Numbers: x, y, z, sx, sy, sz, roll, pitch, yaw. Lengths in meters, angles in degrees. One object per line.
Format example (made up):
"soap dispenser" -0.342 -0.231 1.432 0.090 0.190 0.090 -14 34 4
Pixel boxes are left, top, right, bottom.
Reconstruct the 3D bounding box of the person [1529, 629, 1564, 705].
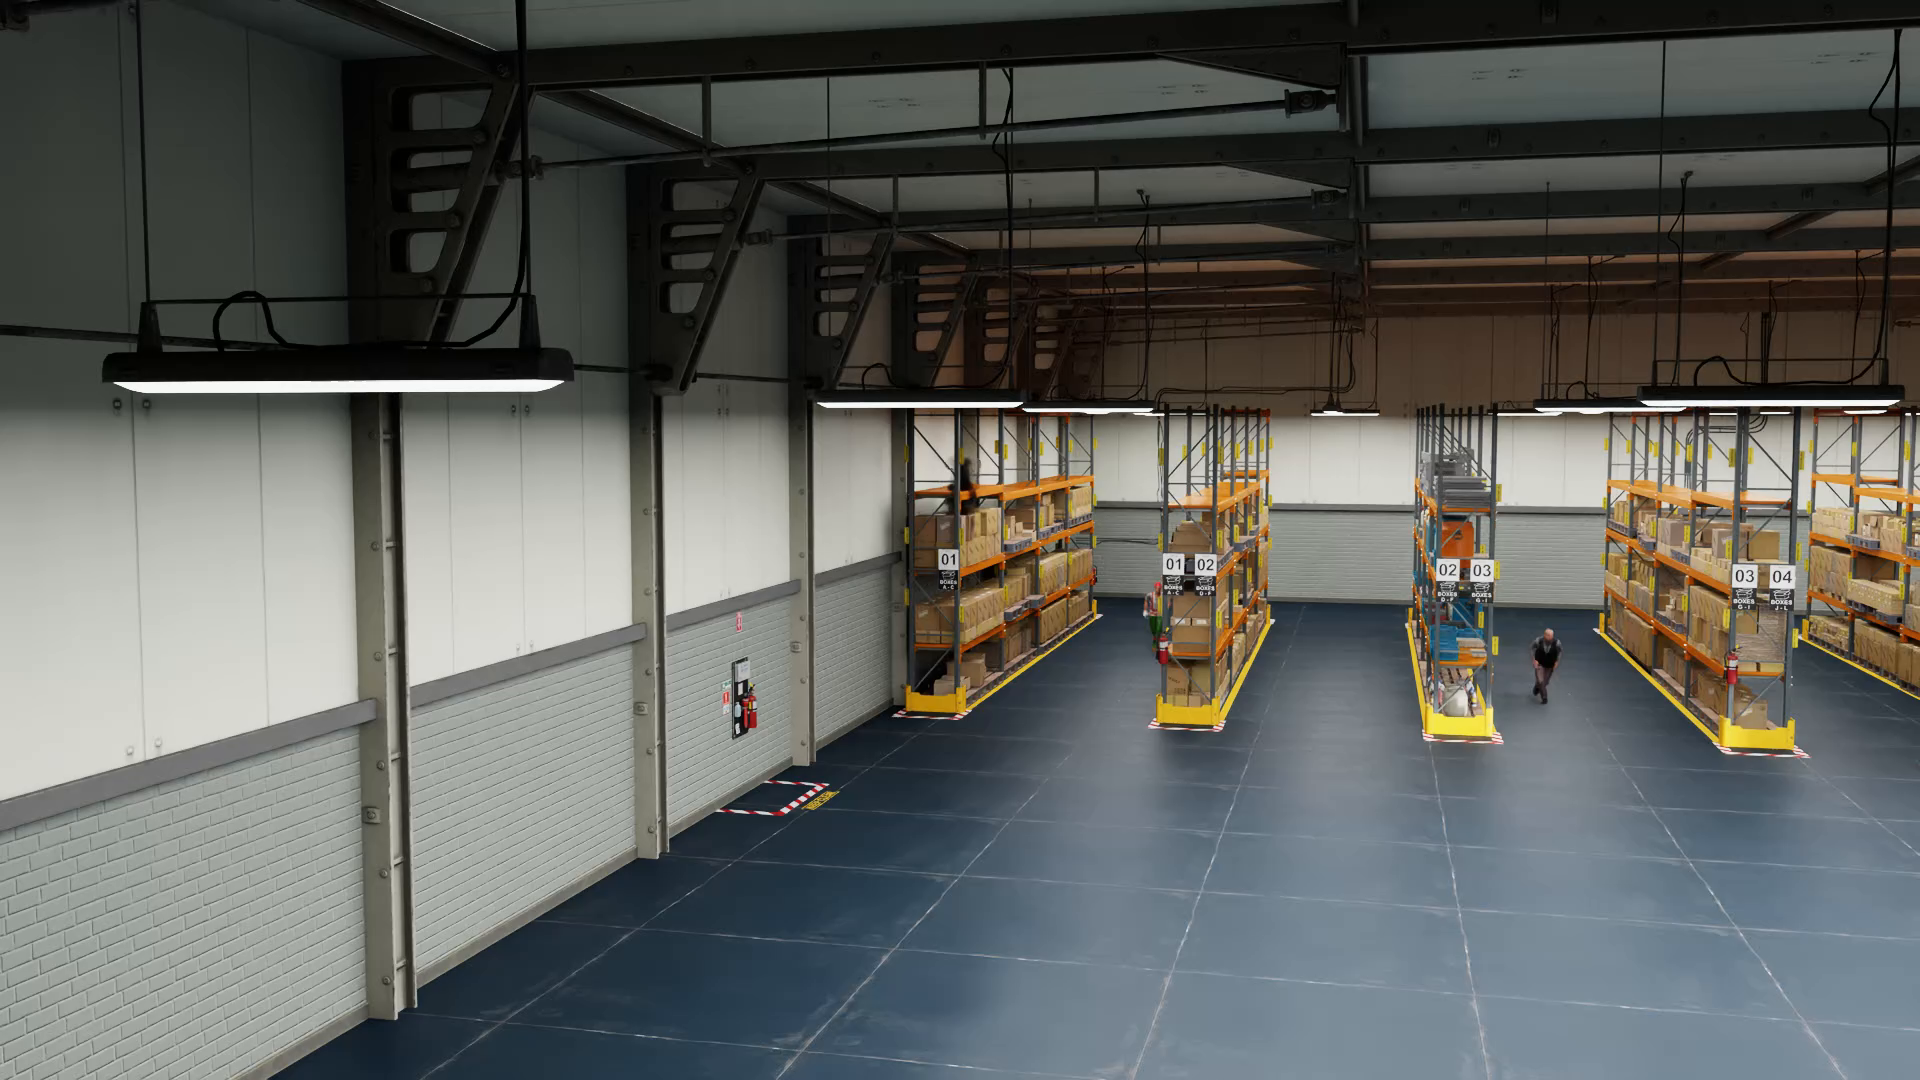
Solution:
"person" 11.767 2.520 33.516 0.633 1.548 1.014 1 4 7

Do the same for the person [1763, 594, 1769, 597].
"person" 20.988 1.697 43.556 0.743 1.734 0.578 2 5 30

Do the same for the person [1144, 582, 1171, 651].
"person" 4.879 1.876 41.145 0.659 1.715 0.705 0 4 3
